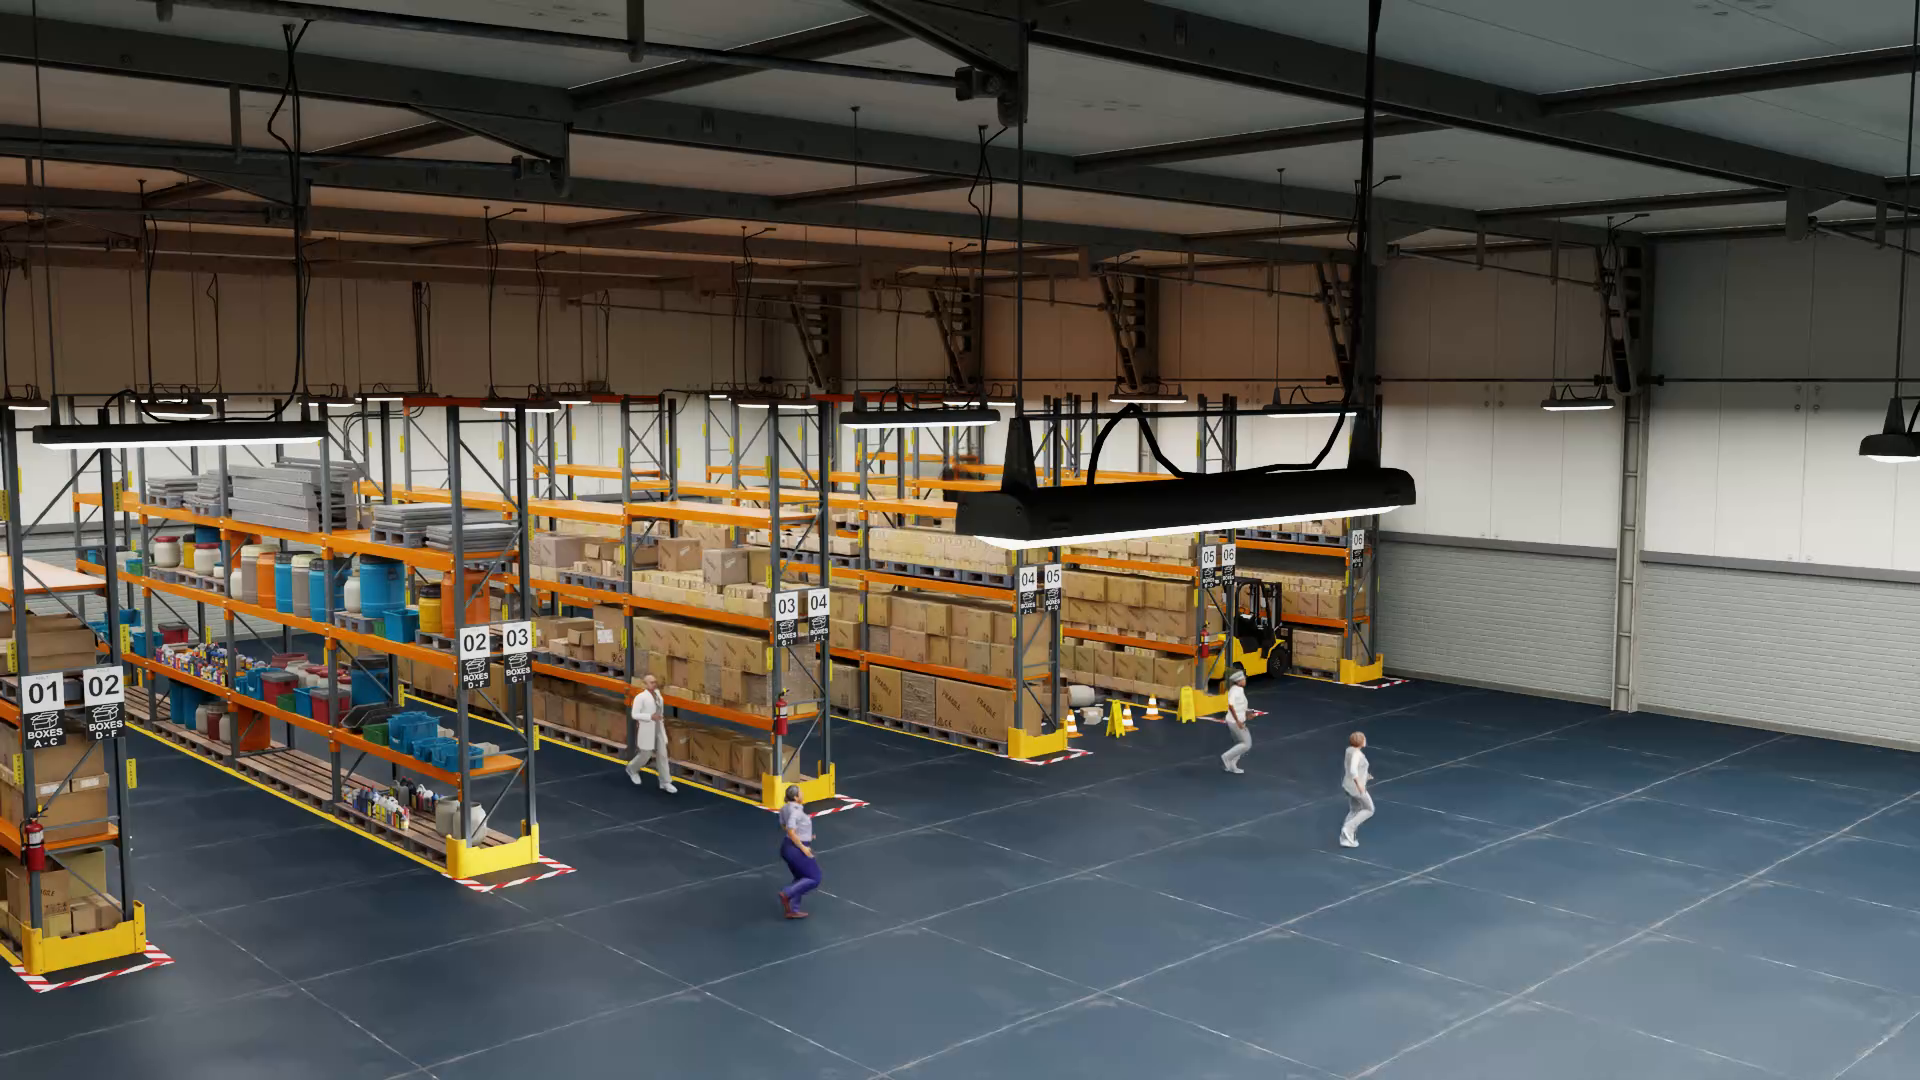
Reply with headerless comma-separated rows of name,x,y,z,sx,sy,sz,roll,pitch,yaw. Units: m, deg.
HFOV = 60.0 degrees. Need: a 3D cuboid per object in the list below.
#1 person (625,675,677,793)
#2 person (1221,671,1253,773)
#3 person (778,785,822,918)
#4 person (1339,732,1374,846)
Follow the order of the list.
person,-4.740,2.947,25.518,1.082,1.763,0.714,4,7,39
person,4.463,2.922,26.776,0.552,1.667,0.591,0,6,0
person,-1.890,3.662,19.520,0.498,1.589,0.608,-3,6,-26
person,5.399,3.373,22.557,0.530,1.567,0.545,-1,6,-13
